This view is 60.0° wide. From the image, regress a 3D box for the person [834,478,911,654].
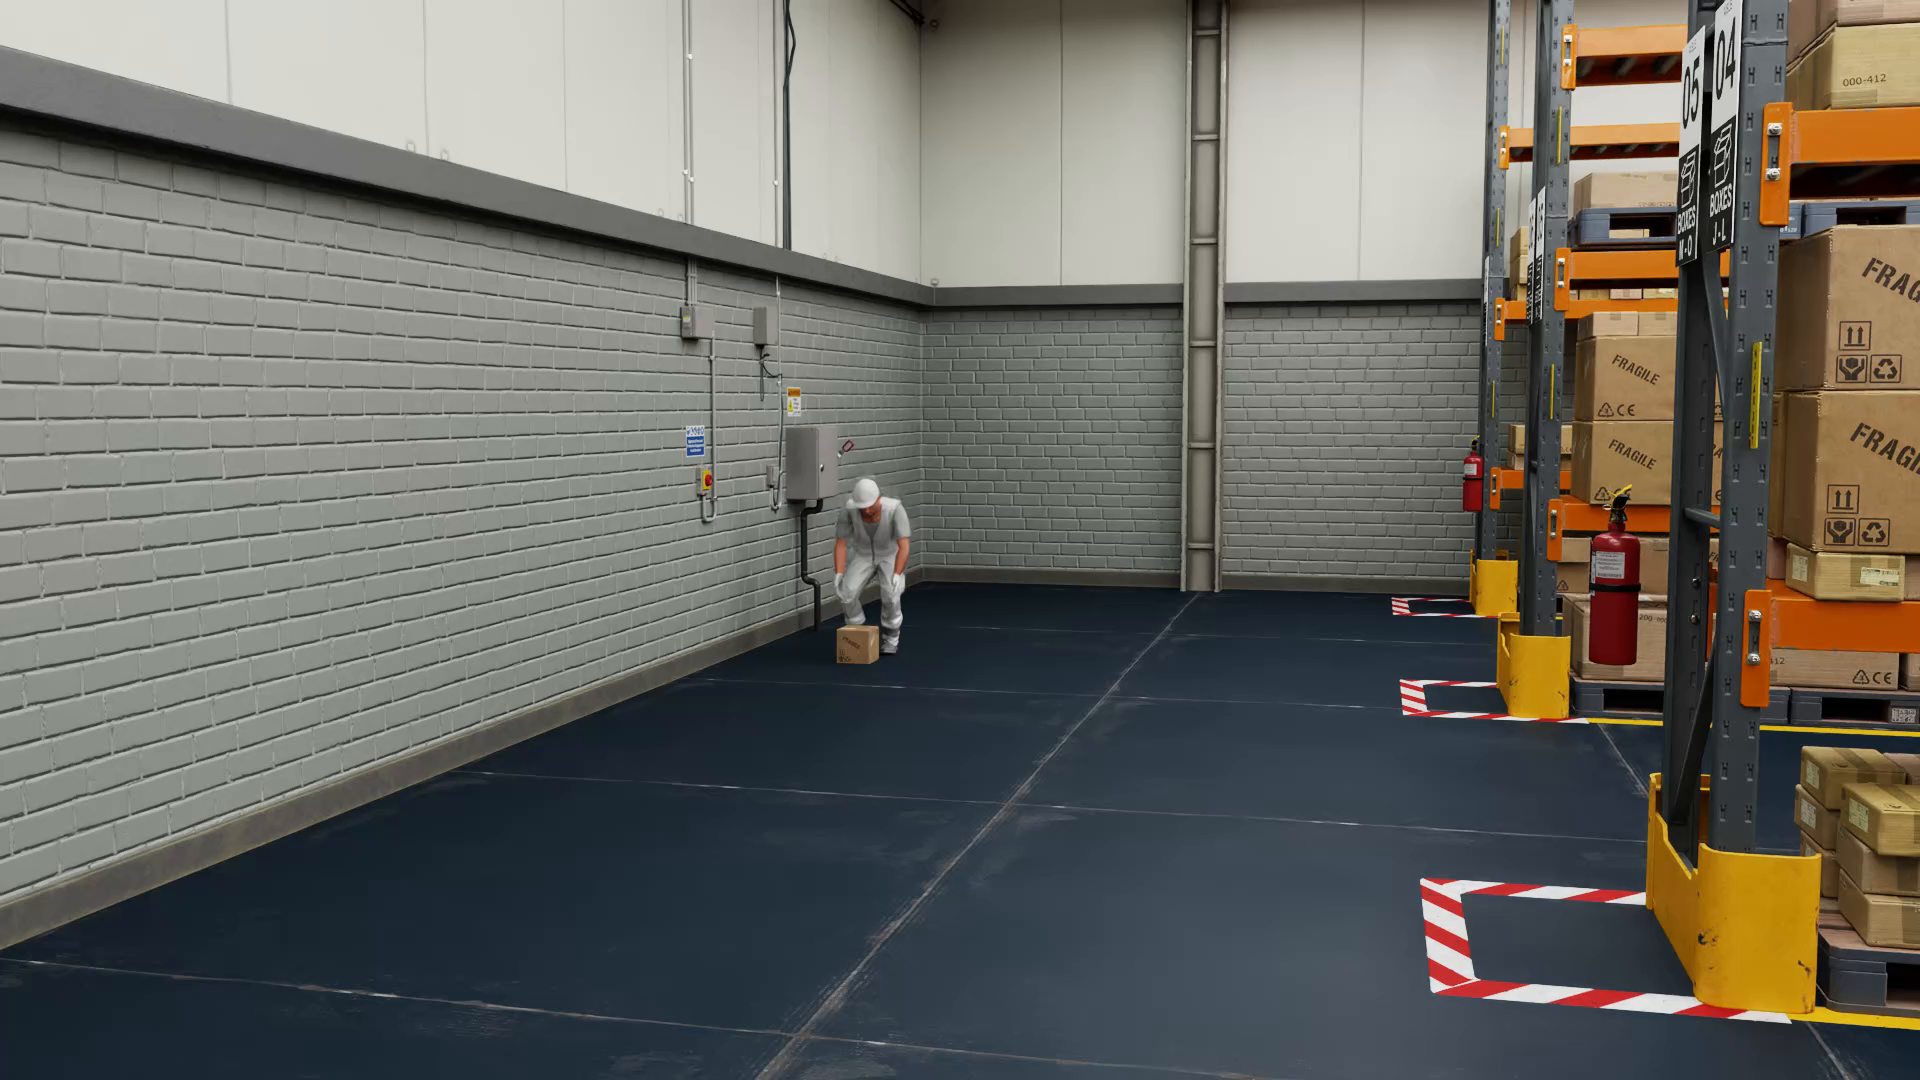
[{"bbox_3d":[-0.637,0.196,12.607,0.584,1.351,0.795,1,5,14],"label":"person"}]
